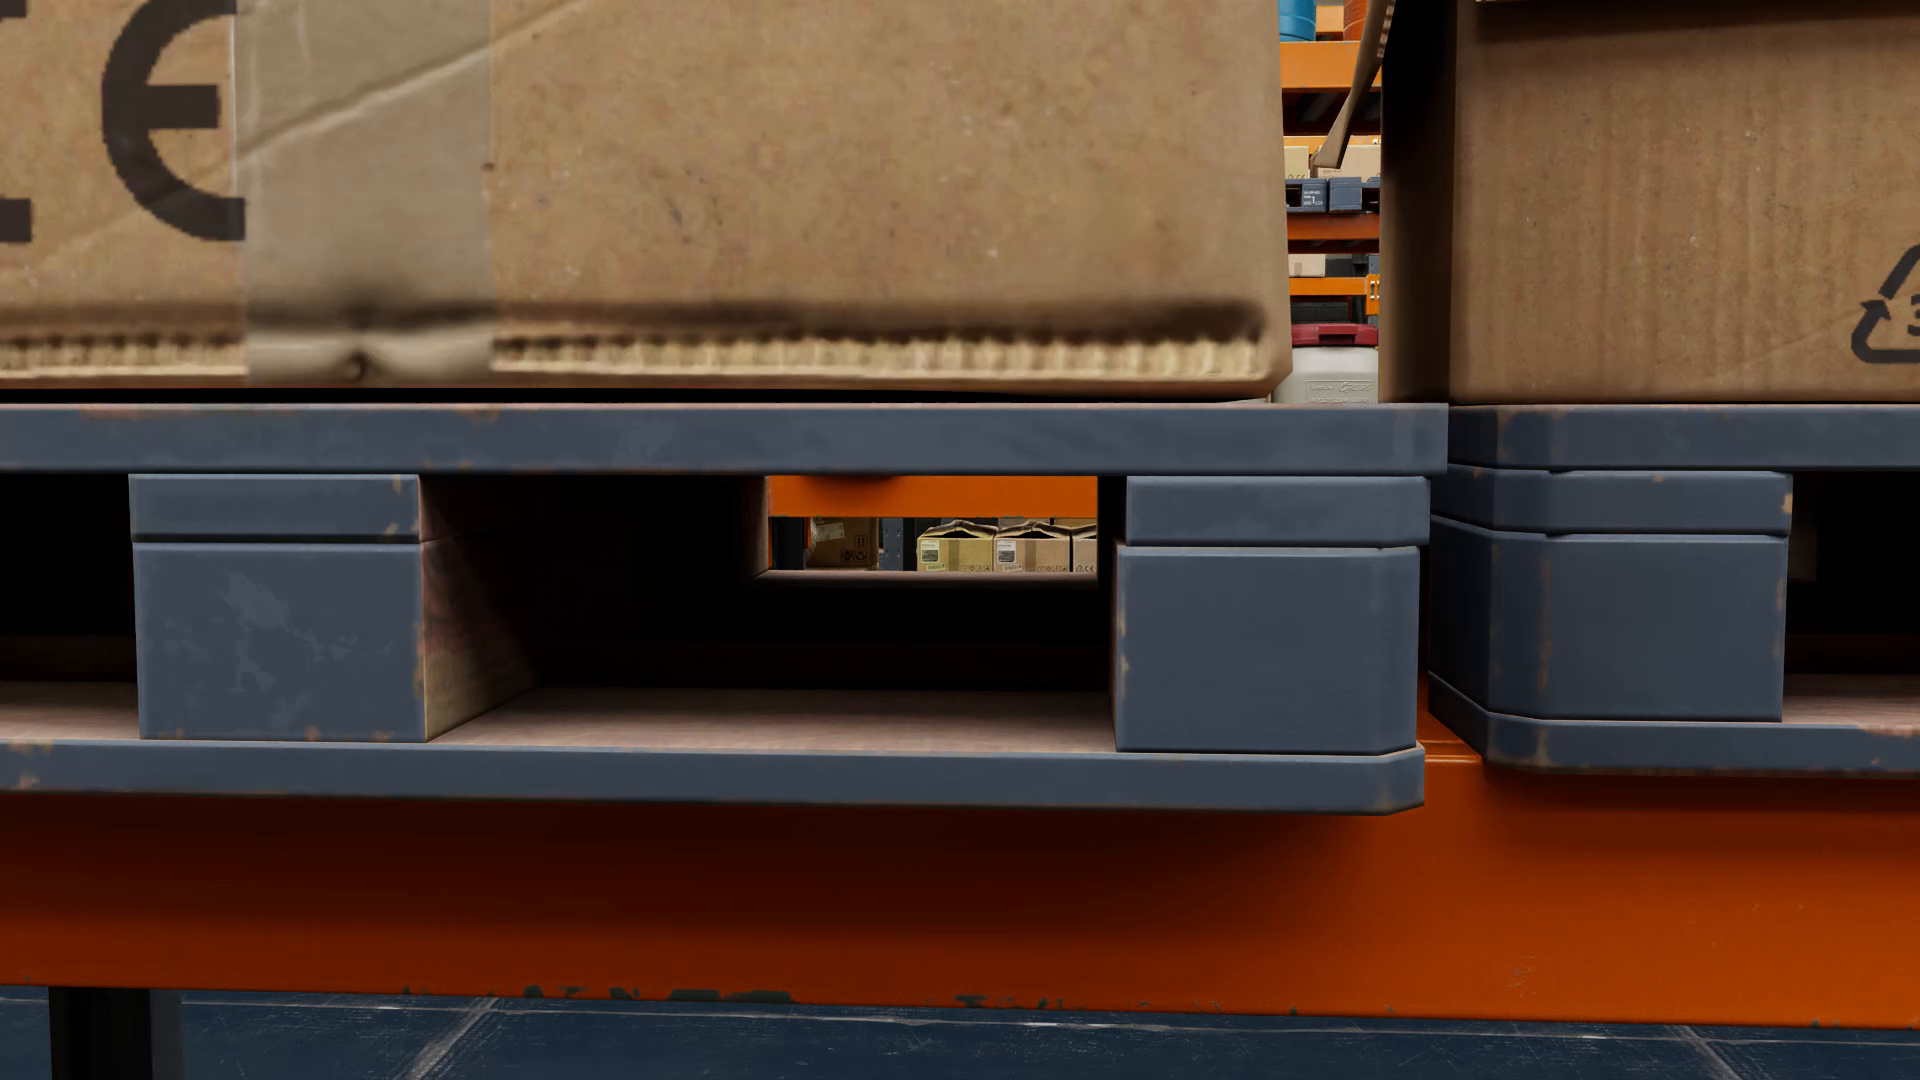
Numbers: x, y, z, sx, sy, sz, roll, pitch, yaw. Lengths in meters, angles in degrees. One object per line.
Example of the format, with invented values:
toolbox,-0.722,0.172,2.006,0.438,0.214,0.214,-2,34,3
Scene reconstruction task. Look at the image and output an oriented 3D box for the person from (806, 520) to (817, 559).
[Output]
person,-1.194,0.031,9.999,0.608,1.487,0.490,0,4,4
